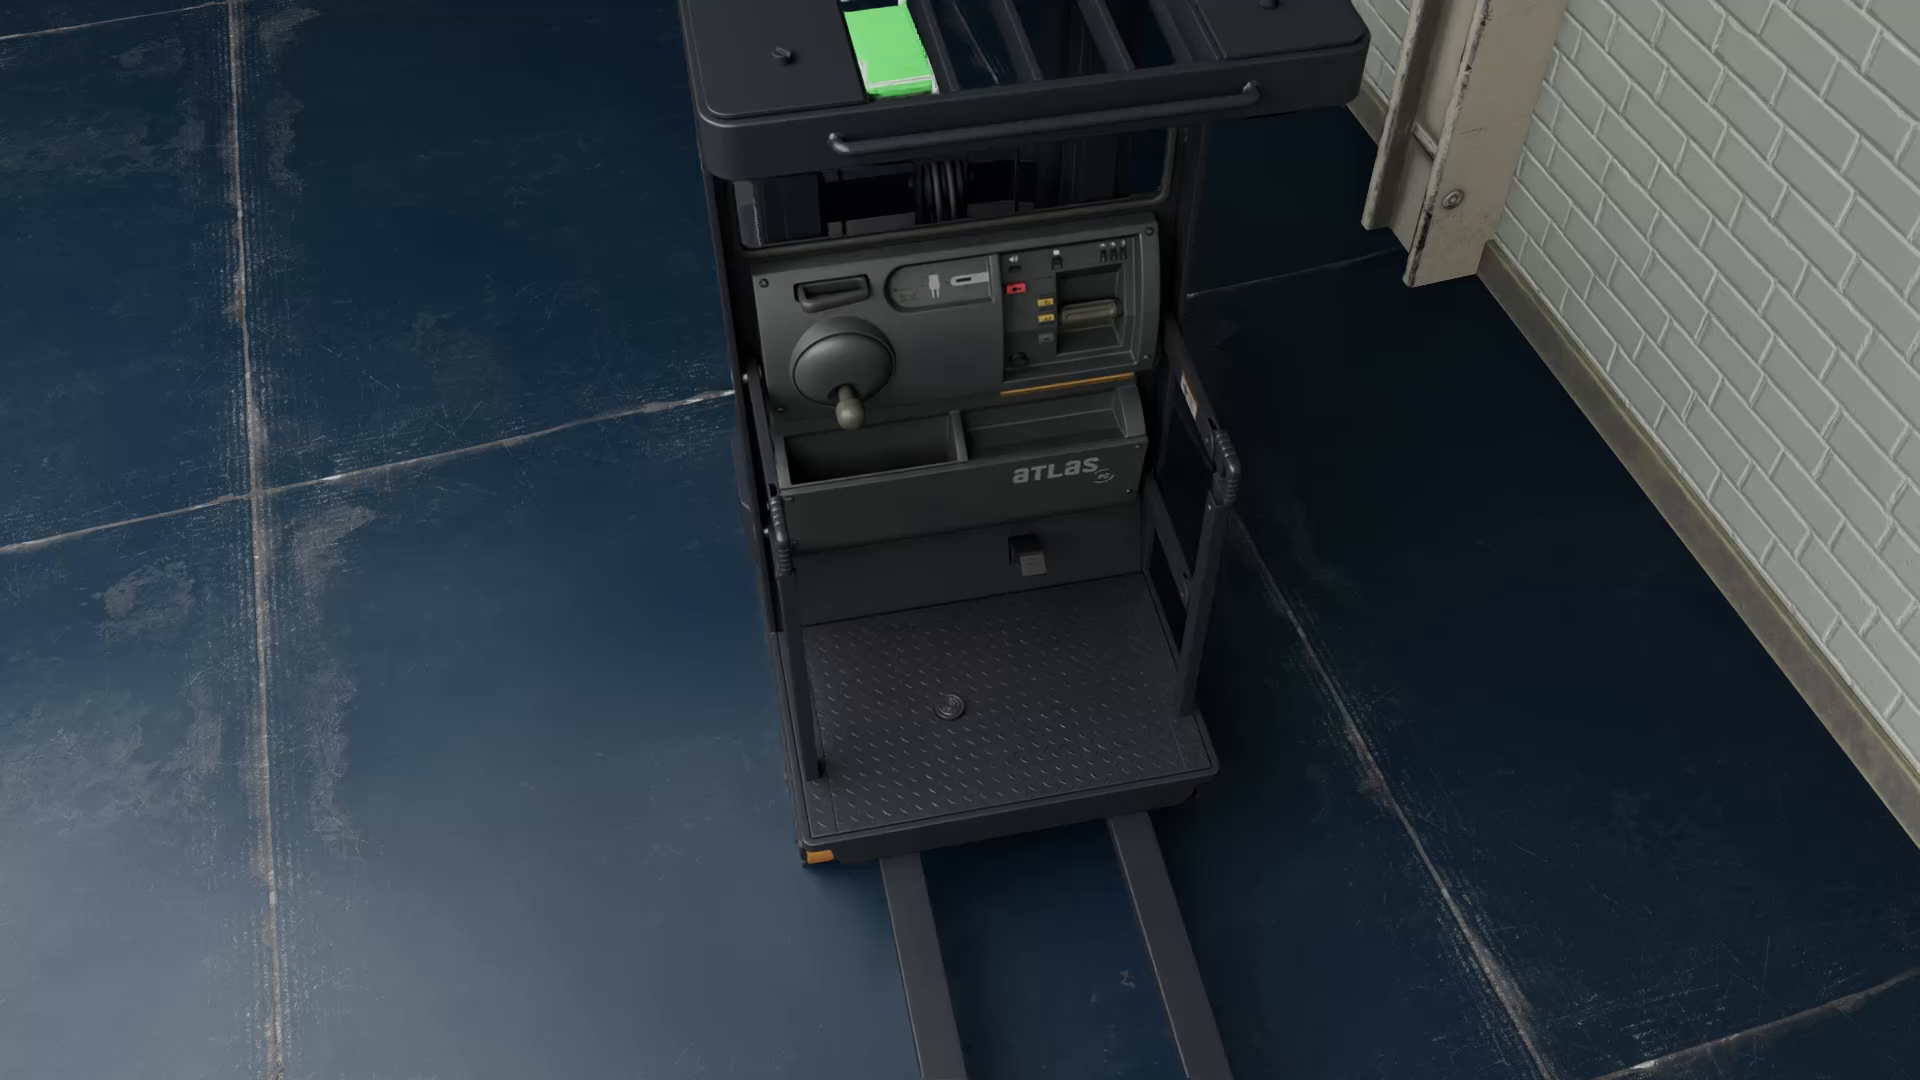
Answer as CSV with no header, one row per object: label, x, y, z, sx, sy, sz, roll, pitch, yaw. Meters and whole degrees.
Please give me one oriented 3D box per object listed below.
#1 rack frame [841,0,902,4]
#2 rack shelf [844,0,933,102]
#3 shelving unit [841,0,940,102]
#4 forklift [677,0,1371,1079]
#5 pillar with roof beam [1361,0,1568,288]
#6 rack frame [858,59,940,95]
rack frame,-0.290,-1.375,5.624,0.240,1.200,0.015,-11,49,-9
rack shelf,-0.235,-1.472,5.155,0.258,0.148,0.480,-11,49,-9
shelving unit,-0.233,-1.197,5.467,0.258,1.200,0.503,-11,49,-9
forklift,0.048,-0.390,3.662,1.130,2.935,3.031,-9,50,-7
pillar with roof beam,-2.400,-3.019,1.910,9.100,9.000,0.400,-13,51,-11
rack frame,-0.175,-1.019,5.310,0.240,1.200,0.015,-11,49,-9
